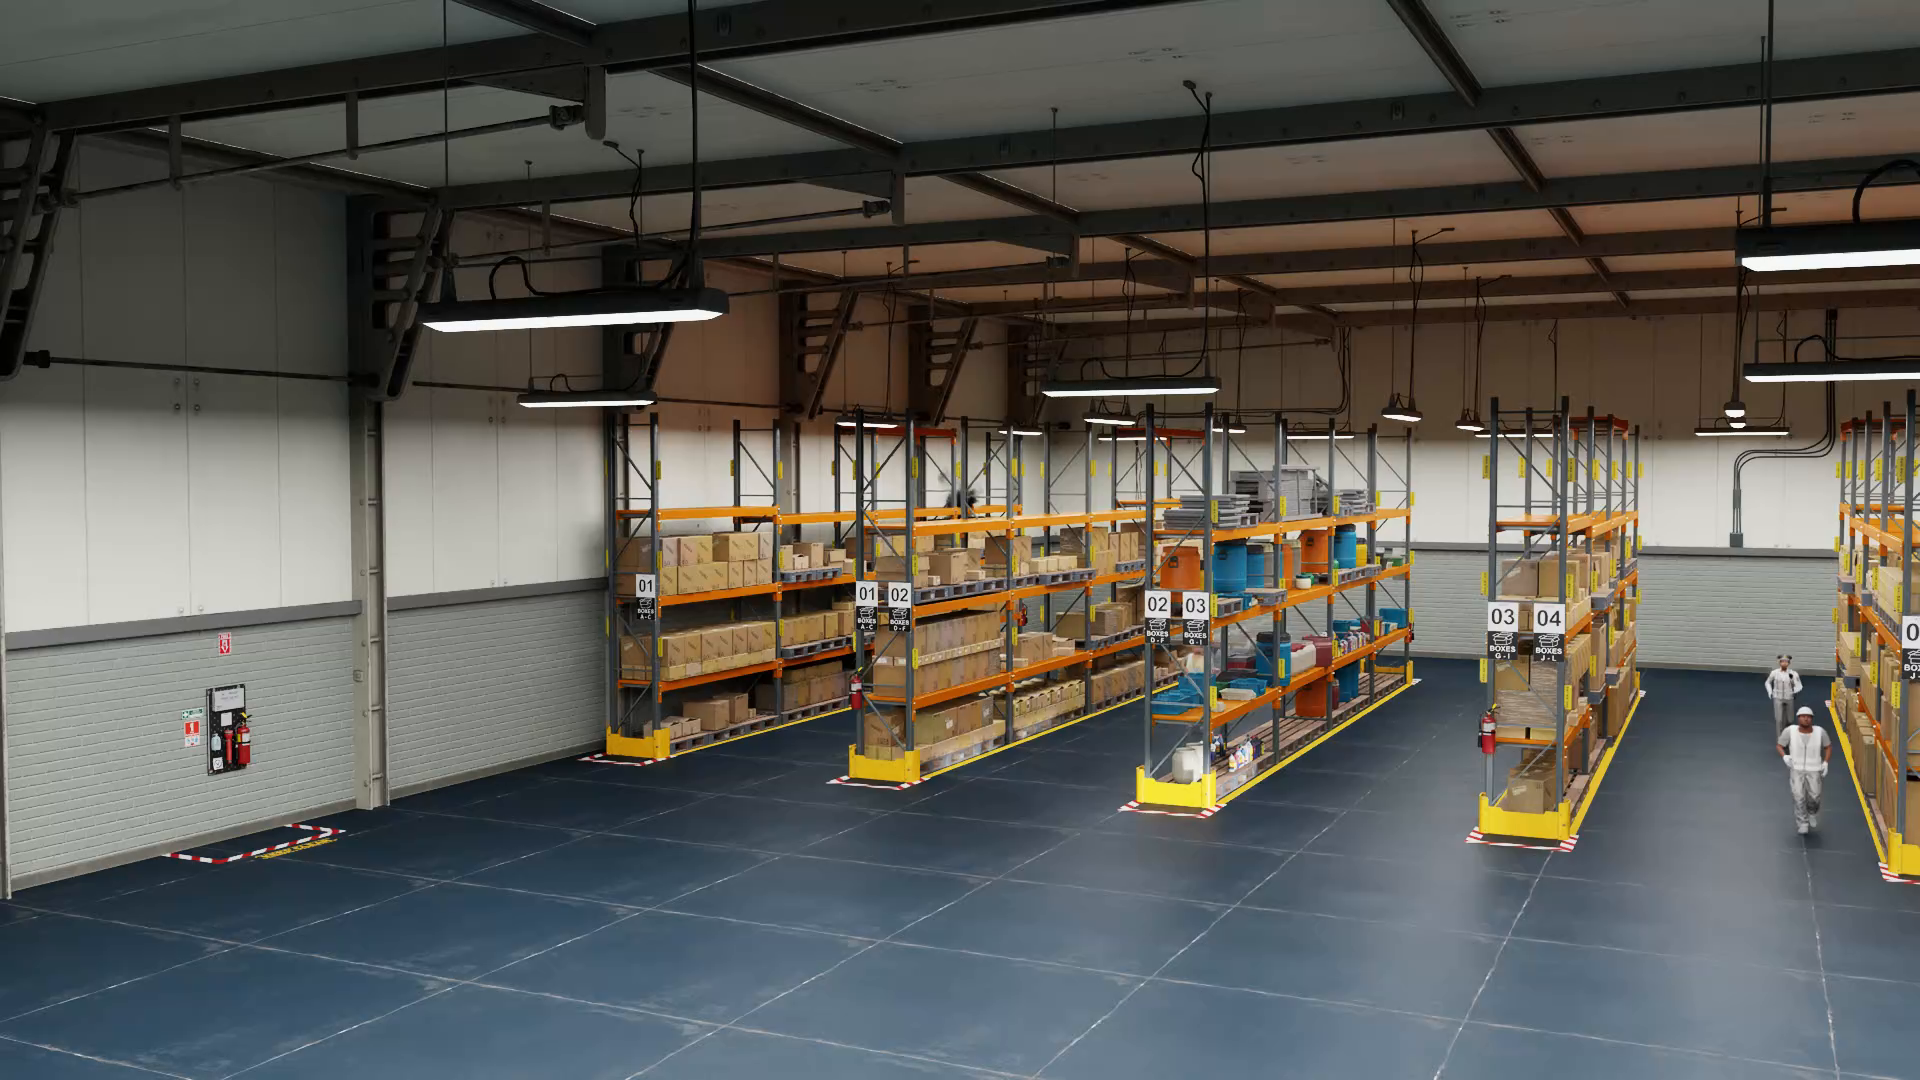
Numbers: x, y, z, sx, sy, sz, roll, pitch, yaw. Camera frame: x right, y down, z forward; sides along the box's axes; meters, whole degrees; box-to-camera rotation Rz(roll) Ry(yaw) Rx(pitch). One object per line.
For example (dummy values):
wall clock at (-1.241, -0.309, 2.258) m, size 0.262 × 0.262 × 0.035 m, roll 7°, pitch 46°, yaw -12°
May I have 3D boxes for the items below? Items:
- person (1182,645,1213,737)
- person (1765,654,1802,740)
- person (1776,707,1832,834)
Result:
person at (4.455, 2.789, 31.359) m, size 0.647 × 1.845 × 0.772 m, roll 1°, pitch 3°, yaw 22°
person at (15.007, 2.896, 30.319) m, size 0.622 × 1.654 × 0.718 m, roll 1°, pitch 3°, yaw 27°
person at (11.601, 3.162, 22.868) m, size 0.683 × 1.741 × 0.585 m, roll 1°, pitch 3°, yaw 26°
